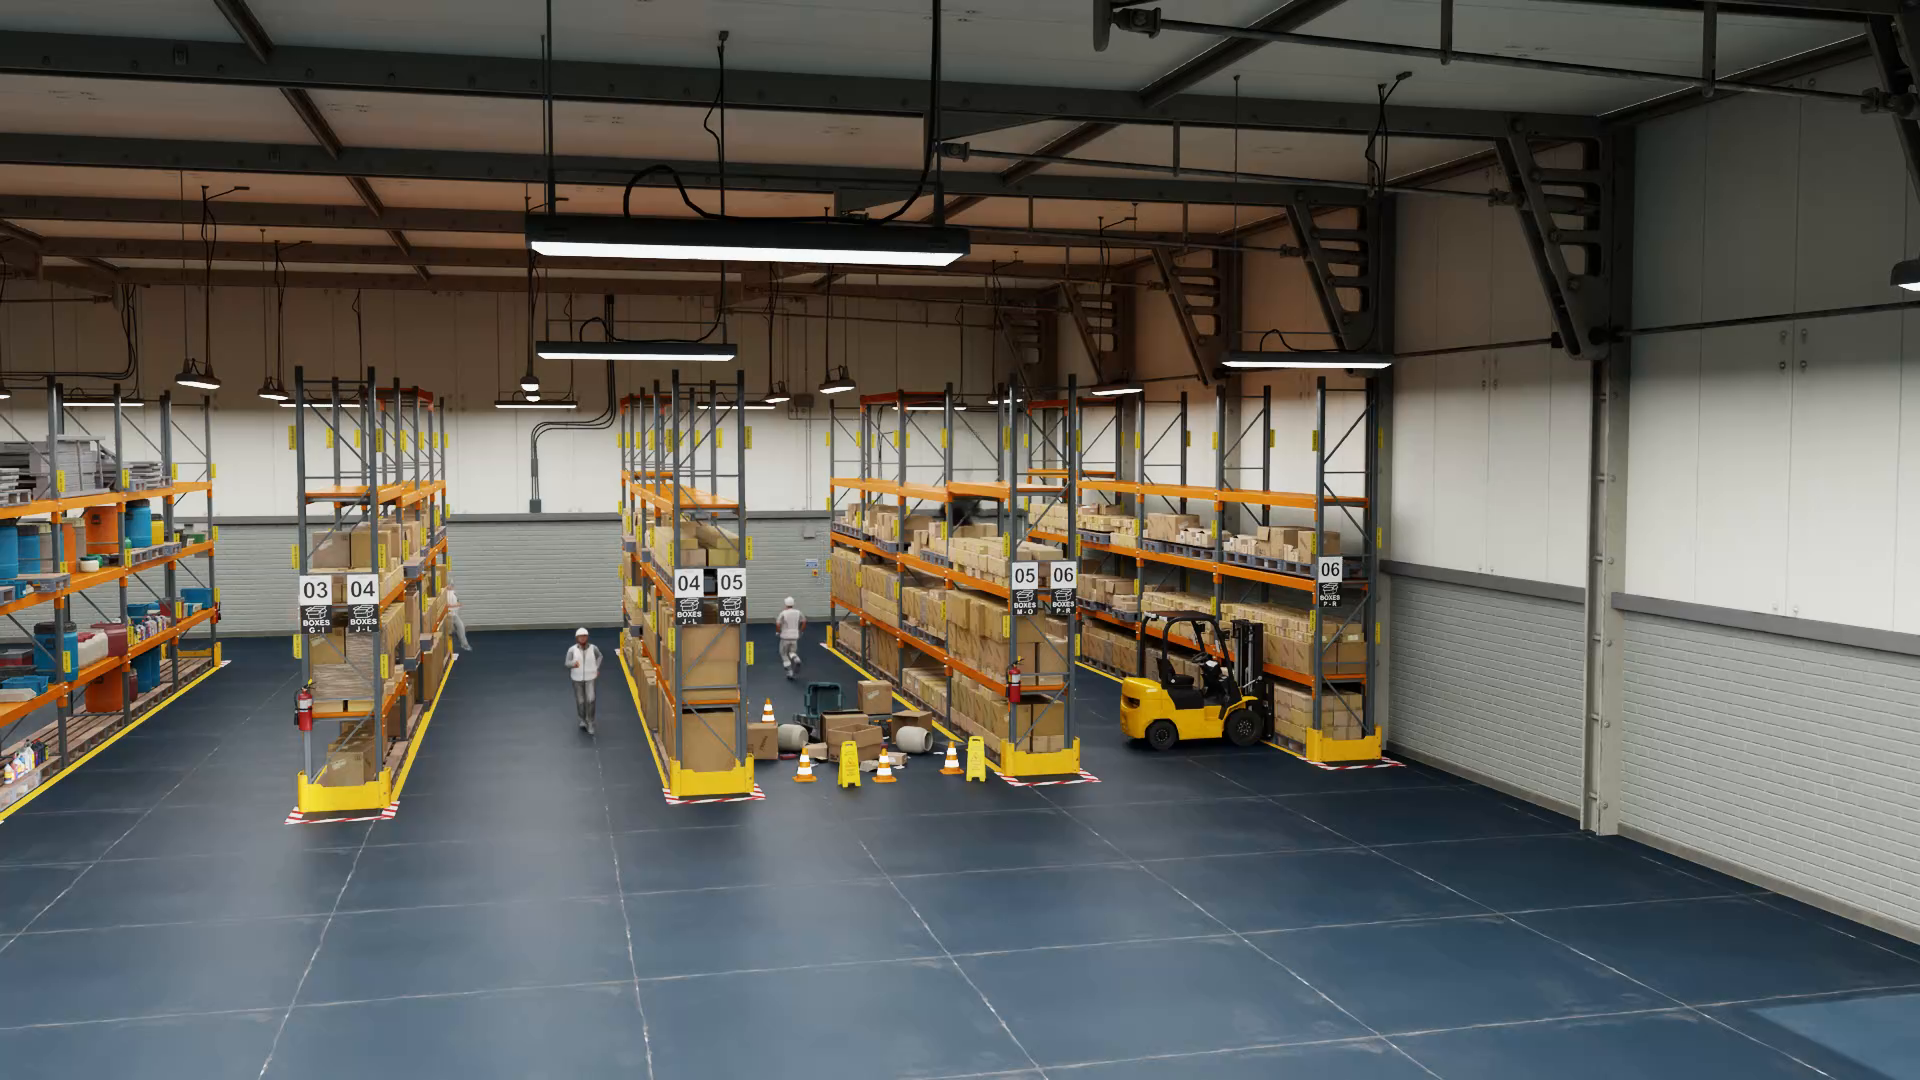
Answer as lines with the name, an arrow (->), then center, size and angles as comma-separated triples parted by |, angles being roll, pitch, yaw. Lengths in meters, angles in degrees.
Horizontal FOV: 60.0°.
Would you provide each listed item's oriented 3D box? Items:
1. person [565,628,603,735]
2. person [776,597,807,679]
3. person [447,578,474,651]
person -> -6.464, 2.421, 28.572 | 0.638, 1.835, 0.777 | -1, 3, -12
person -> -3.563, 2.064, 34.896 | 0.671, 1.748, 0.596 | -2, 4, -27
person -> -12.067, 1.786, 39.353 | 0.979, 1.774, 0.676 | 0, 3, -4
